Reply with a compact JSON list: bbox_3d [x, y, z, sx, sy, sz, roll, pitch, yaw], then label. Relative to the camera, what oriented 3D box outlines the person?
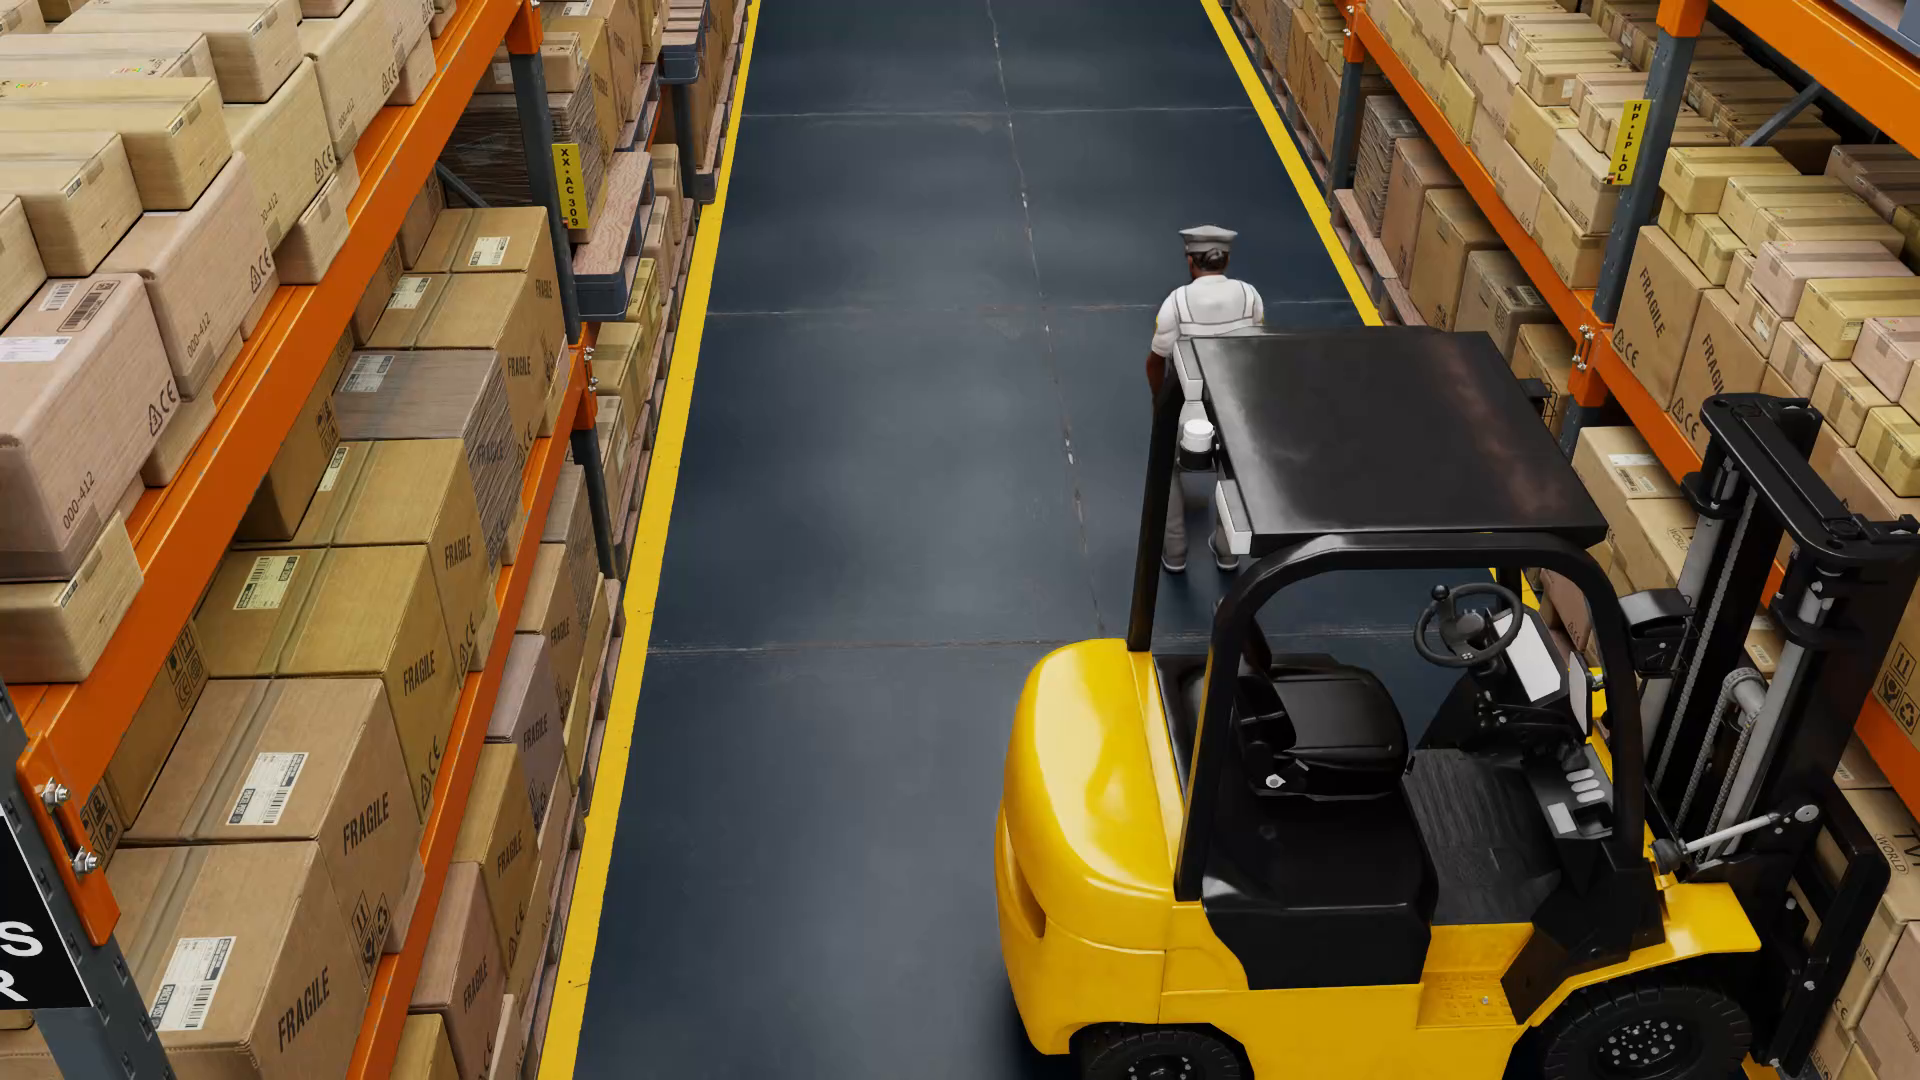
[{"bbox_3d":[1.025,-0.570,7.075,0.484,1.528,0.585,-1,35,-1],"label":"person"}]
